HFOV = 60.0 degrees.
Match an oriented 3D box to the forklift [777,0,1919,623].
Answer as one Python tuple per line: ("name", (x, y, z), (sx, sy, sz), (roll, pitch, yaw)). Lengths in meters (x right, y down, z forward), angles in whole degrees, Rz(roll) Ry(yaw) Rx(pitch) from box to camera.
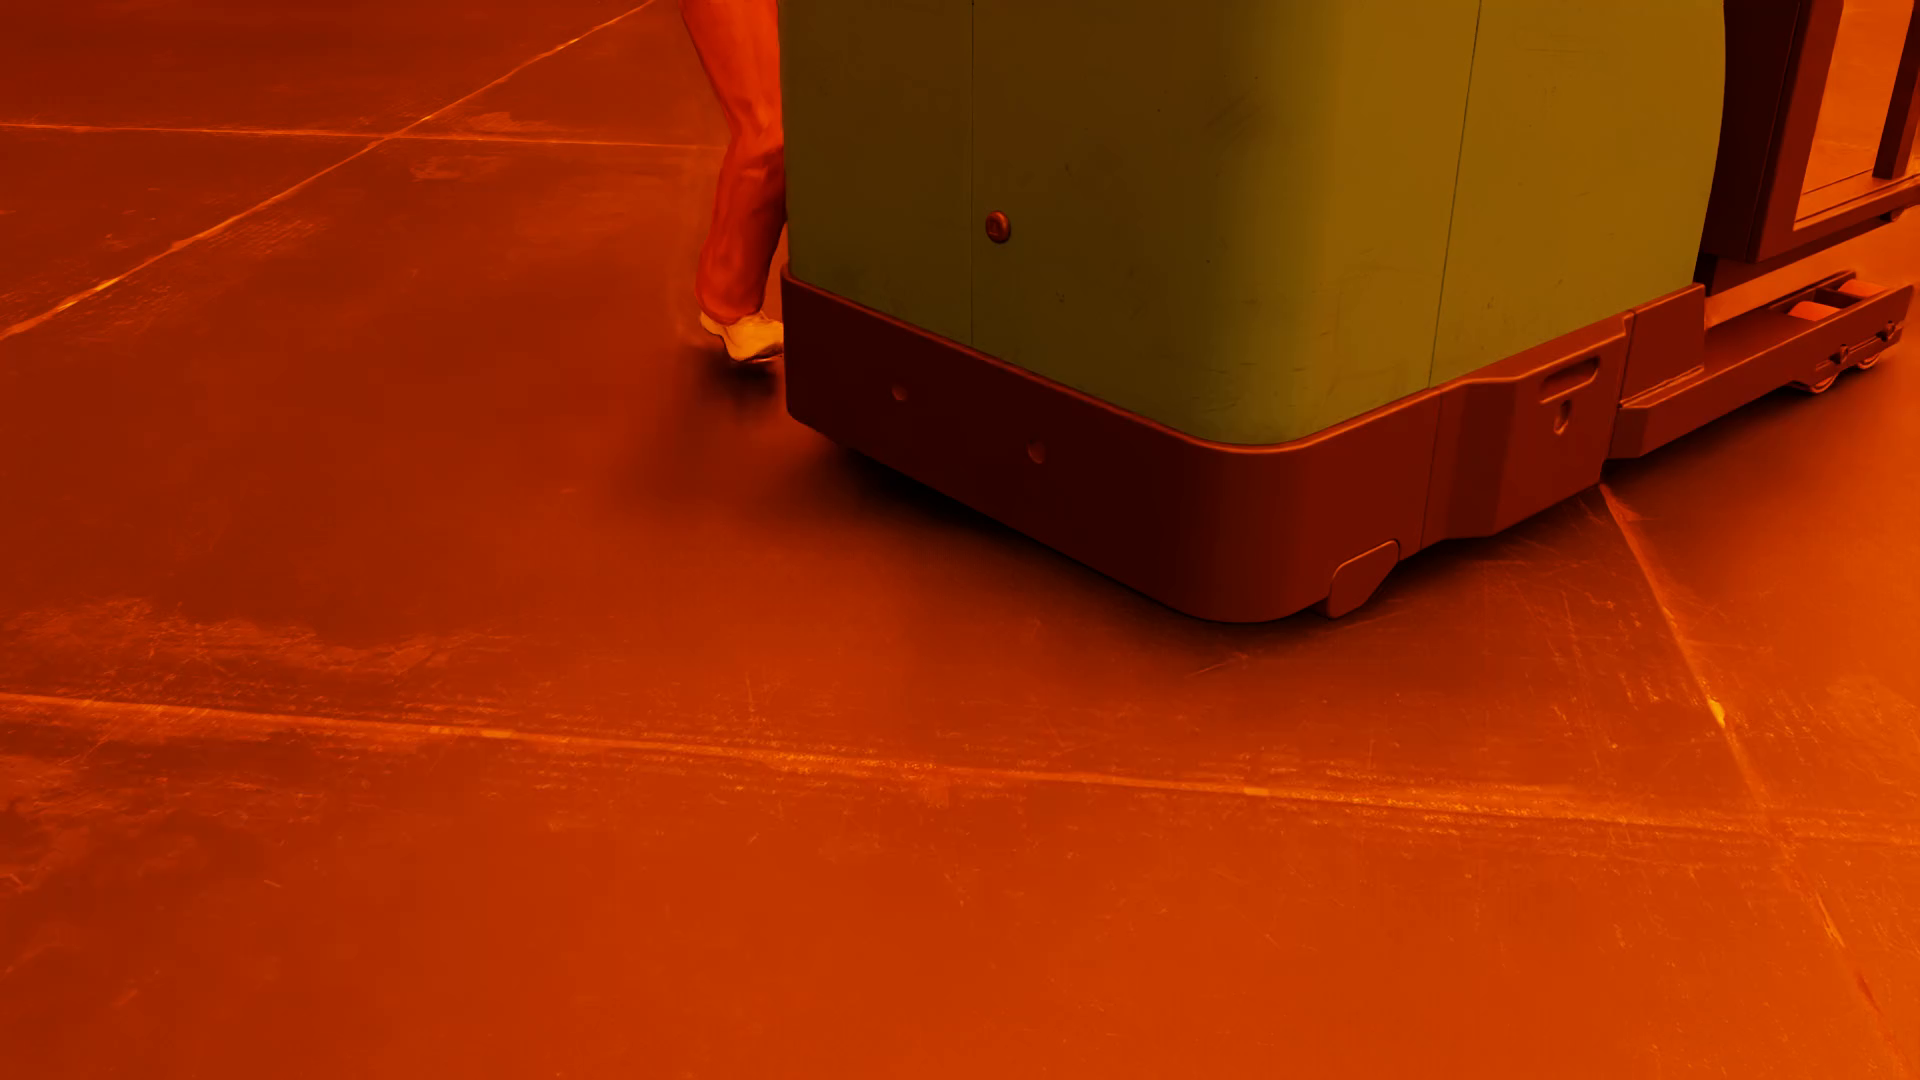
("forklift", (1.159, -1.737, 2.699), (3.031, 2.935, 1.130), (-21, 33, -36))

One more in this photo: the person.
("person", (-0.271, -1.046, 2.816), (0.533, 1.621, 0.800), (23, 35, 39))
